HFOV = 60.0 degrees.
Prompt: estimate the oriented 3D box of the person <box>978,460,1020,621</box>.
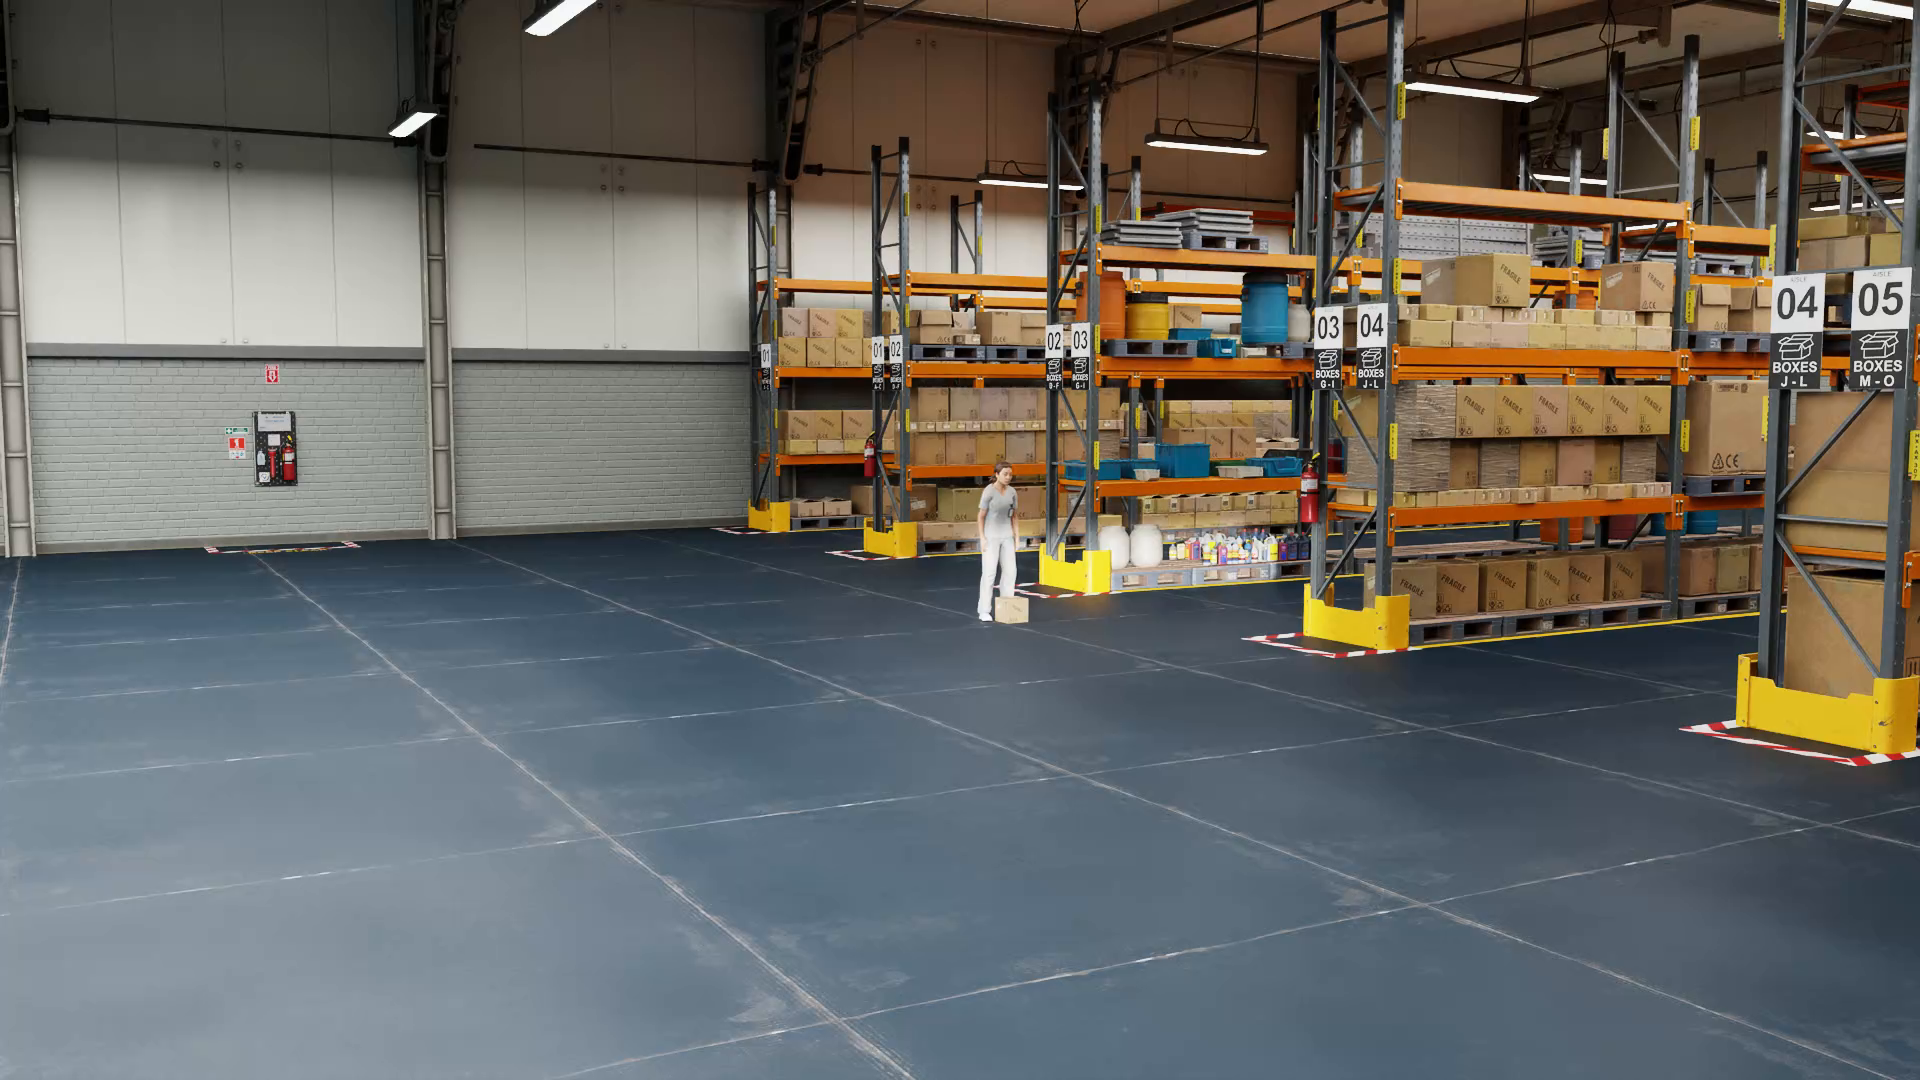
[{"bbox_3d":[0.423,0.001,17.455,0.492,1.673,0.404,-3,6,-29],"label":"person"}]
